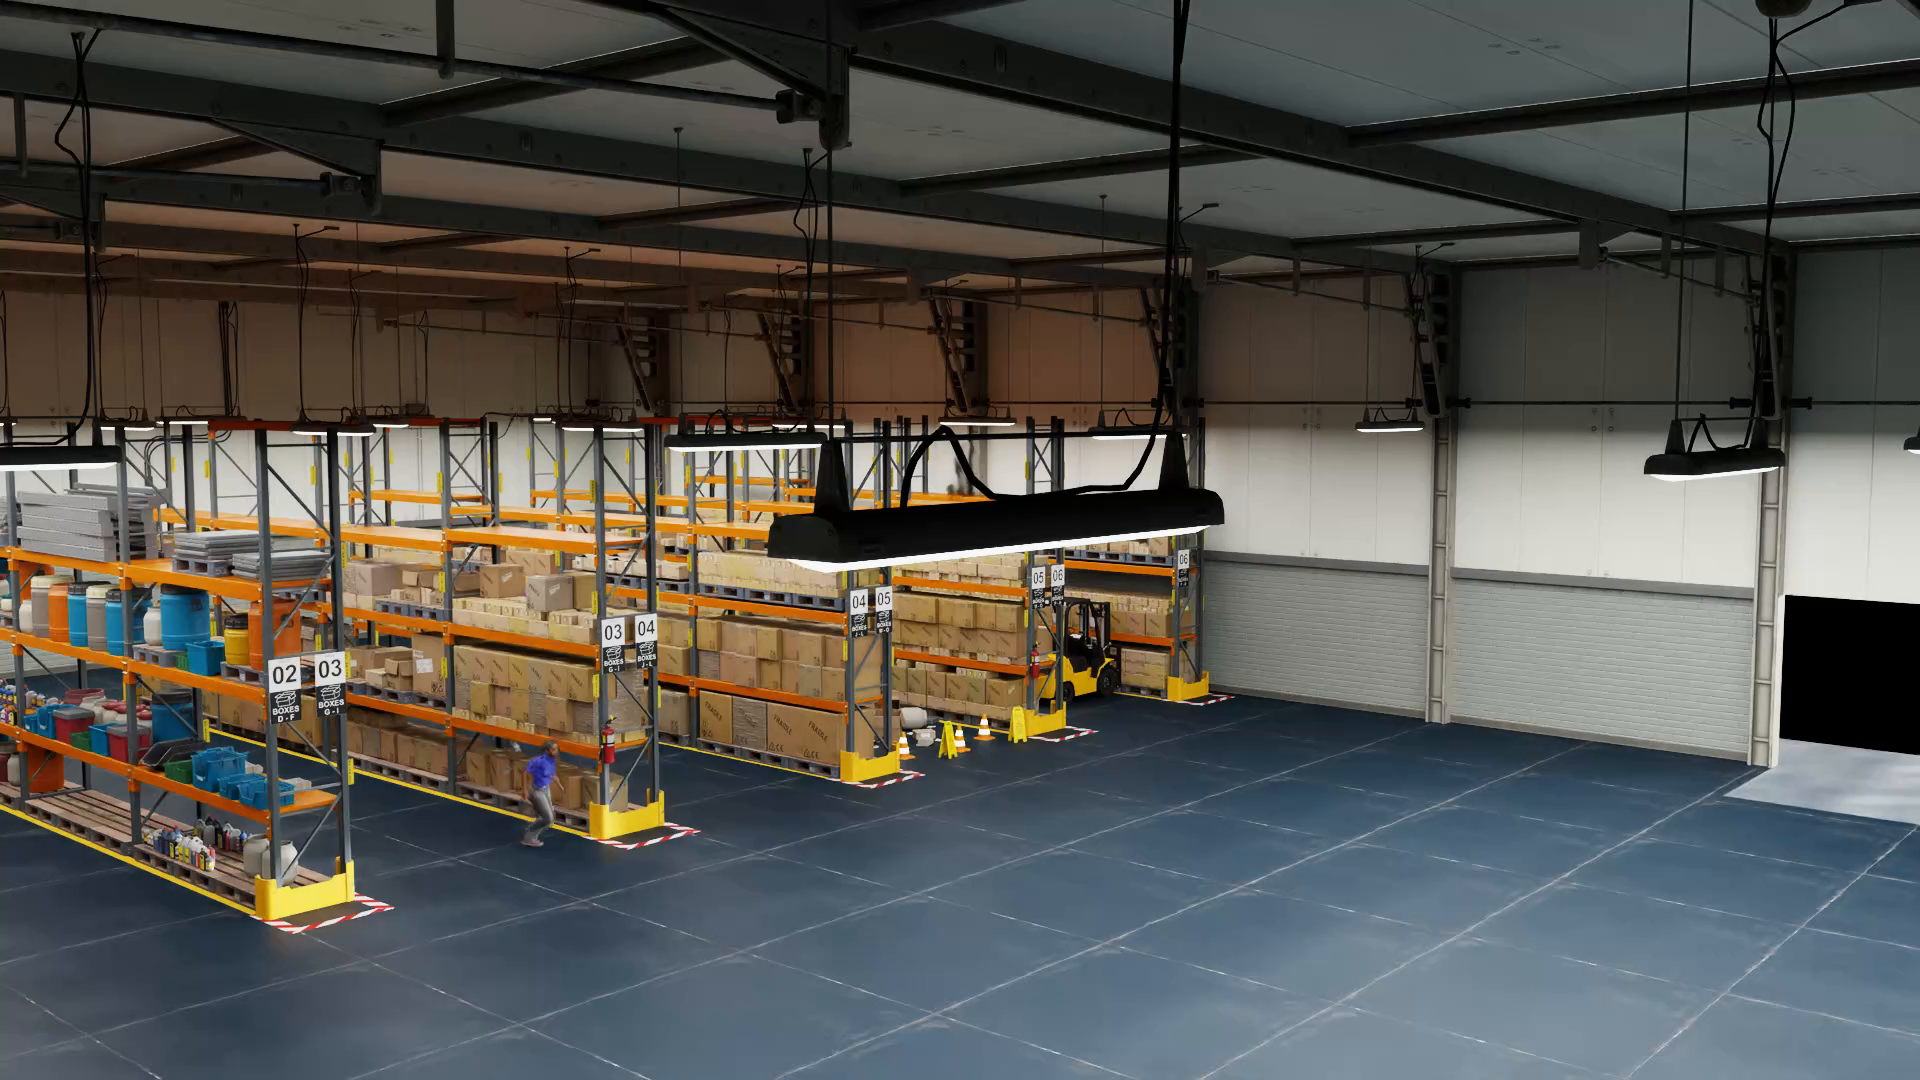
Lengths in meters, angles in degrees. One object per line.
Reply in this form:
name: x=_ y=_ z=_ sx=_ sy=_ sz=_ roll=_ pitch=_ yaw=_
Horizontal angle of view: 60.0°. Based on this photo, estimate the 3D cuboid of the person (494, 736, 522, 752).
person: x=-8.125 y=2.939 z=30.037 sx=0.922 sy=1.808 sz=0.661 roll=4 pitch=6 yaw=41

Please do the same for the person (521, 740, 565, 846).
person: x=-5.917 y=3.608 z=23.545 sx=0.634 sy=1.517 sz=0.594 roll=2 pitch=5 yaw=21
